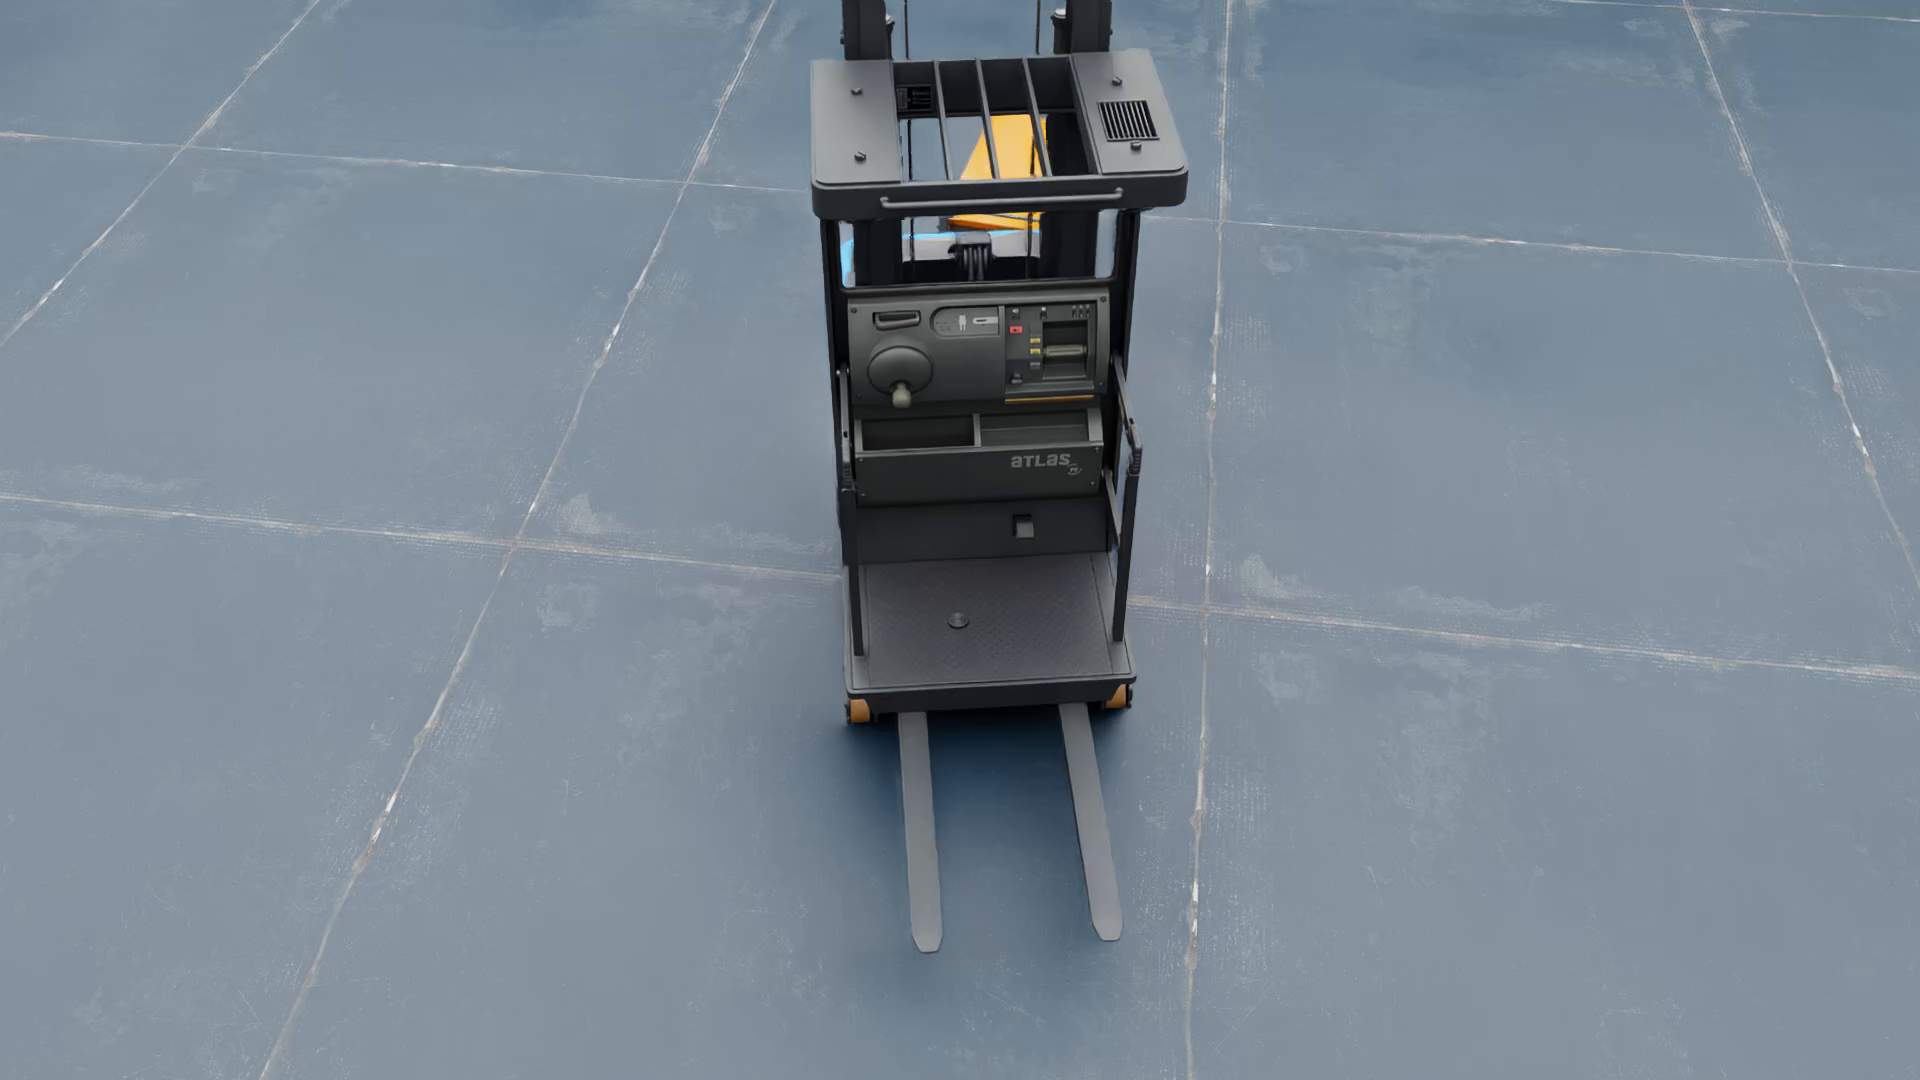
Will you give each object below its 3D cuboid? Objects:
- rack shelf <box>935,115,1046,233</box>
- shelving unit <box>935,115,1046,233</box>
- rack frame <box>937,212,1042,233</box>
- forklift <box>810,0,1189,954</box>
[{"bbox_3d":[0.276,-1.623,7.743,0.538,0.278,1.000,10,44,11],"label":"rack shelf"},{"bbox_3d":[0.276,-1.411,7.944,0.538,1.125,1.048,10,44,11],"label":"shelving unit"},{"bbox_3d":[0.146,-1.073,7.587,0.500,1.125,0.032,10,44,11],"label":"rack frame"},{"bbox_3d":[0.087,-0.591,5.764,1.130,2.935,3.031,-3,44,-3],"label":"forklift"}]
